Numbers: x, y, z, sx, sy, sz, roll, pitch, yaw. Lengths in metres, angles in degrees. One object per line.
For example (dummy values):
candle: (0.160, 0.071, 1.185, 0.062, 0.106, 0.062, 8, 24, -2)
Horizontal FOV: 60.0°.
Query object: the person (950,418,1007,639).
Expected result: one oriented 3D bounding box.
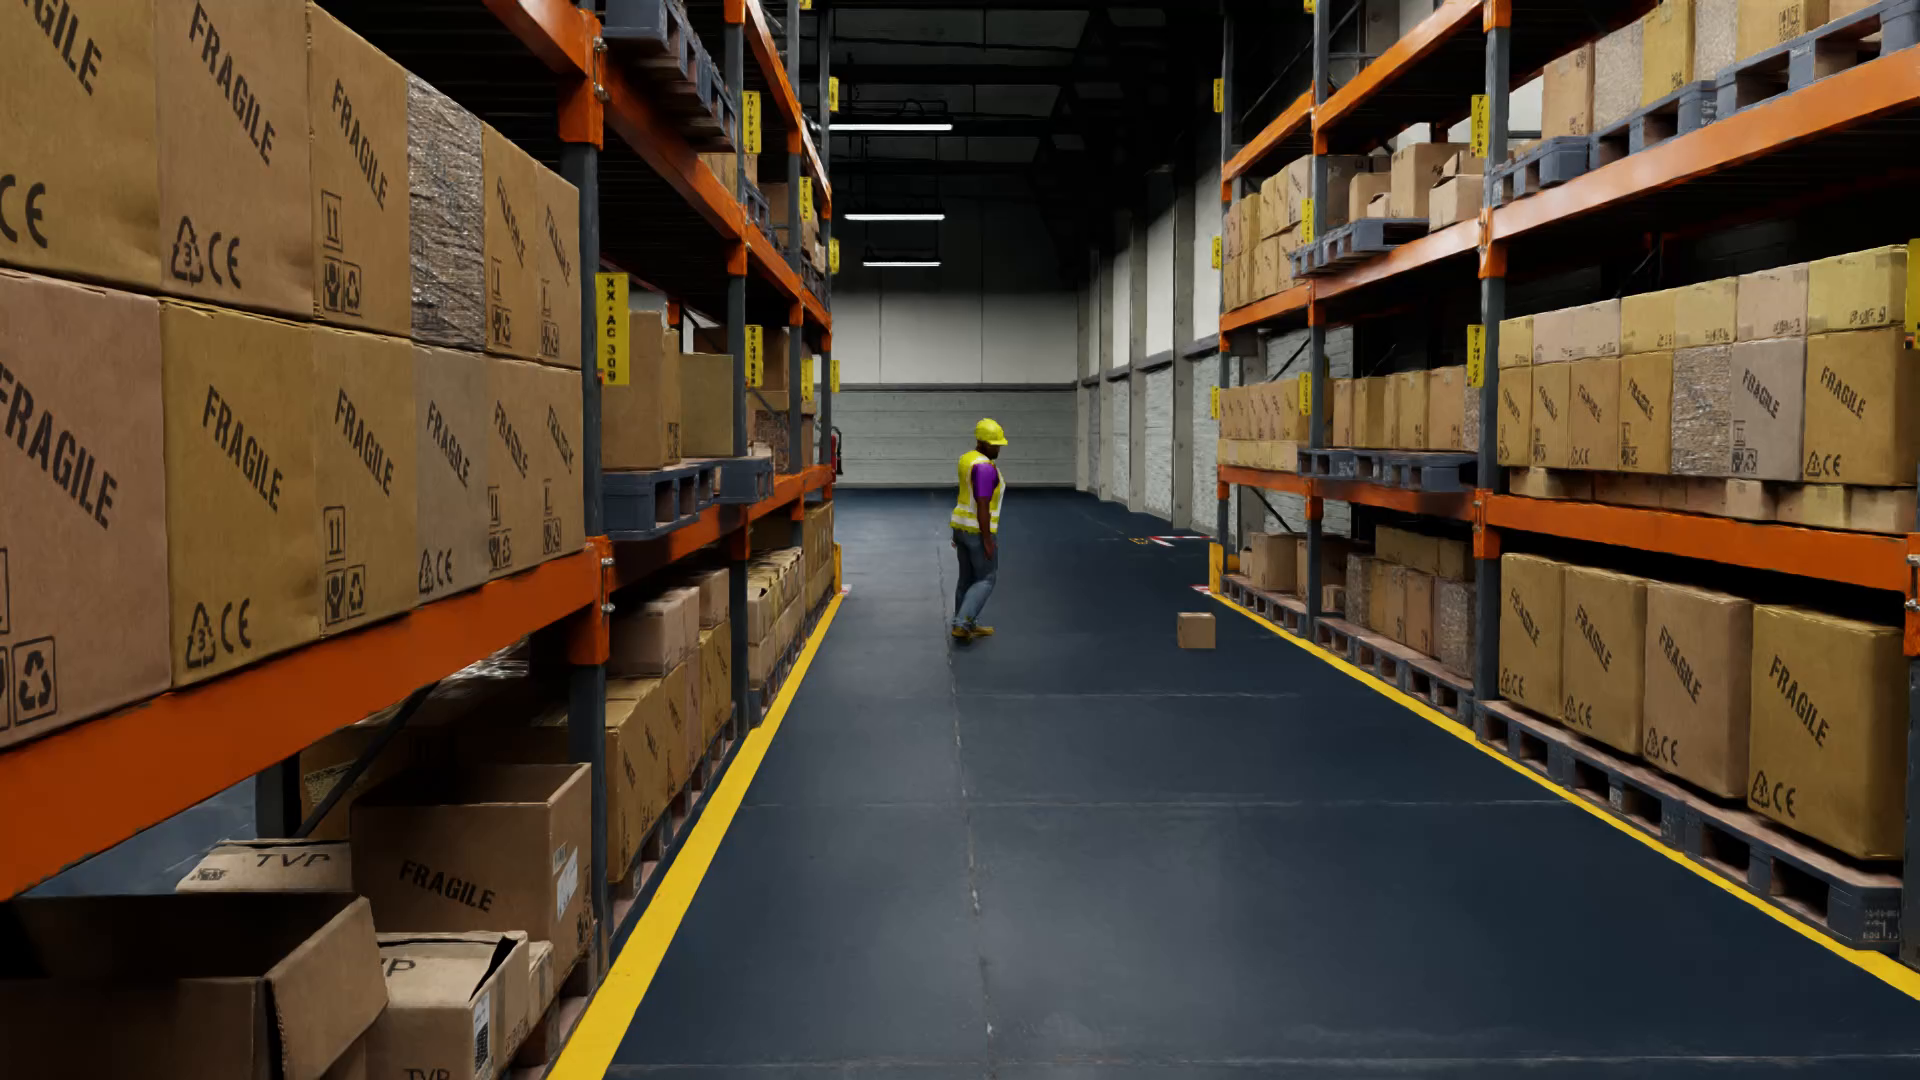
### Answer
person: (0.119, -0.075, 12.848, 0.623, 1.723, 0.687, -2, 4, -31)
